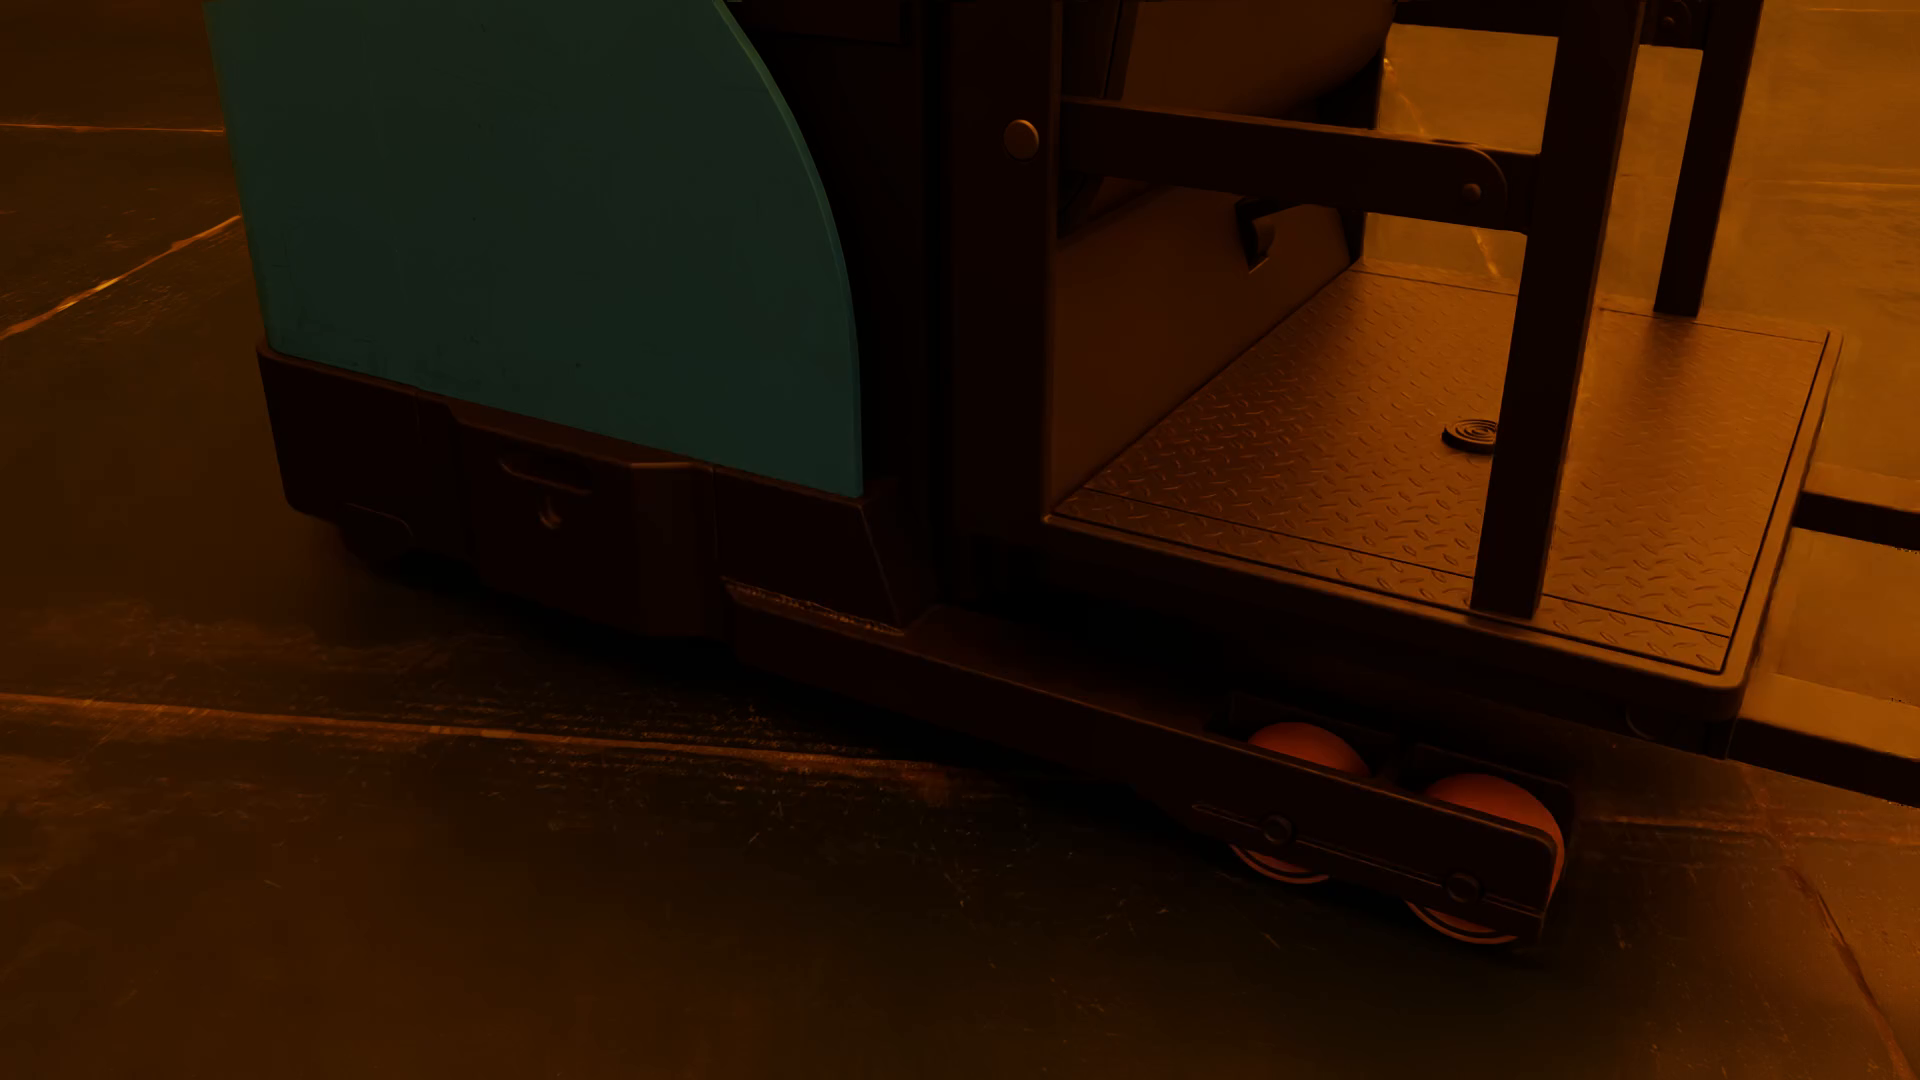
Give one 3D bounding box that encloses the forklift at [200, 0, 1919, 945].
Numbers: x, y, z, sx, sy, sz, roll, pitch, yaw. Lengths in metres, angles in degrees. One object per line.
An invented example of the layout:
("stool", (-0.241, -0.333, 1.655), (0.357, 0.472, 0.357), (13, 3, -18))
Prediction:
("forklift", (0.529, -1.176, 1.574), (3.031, 2.935, 1.130), (14, 30, 26))
